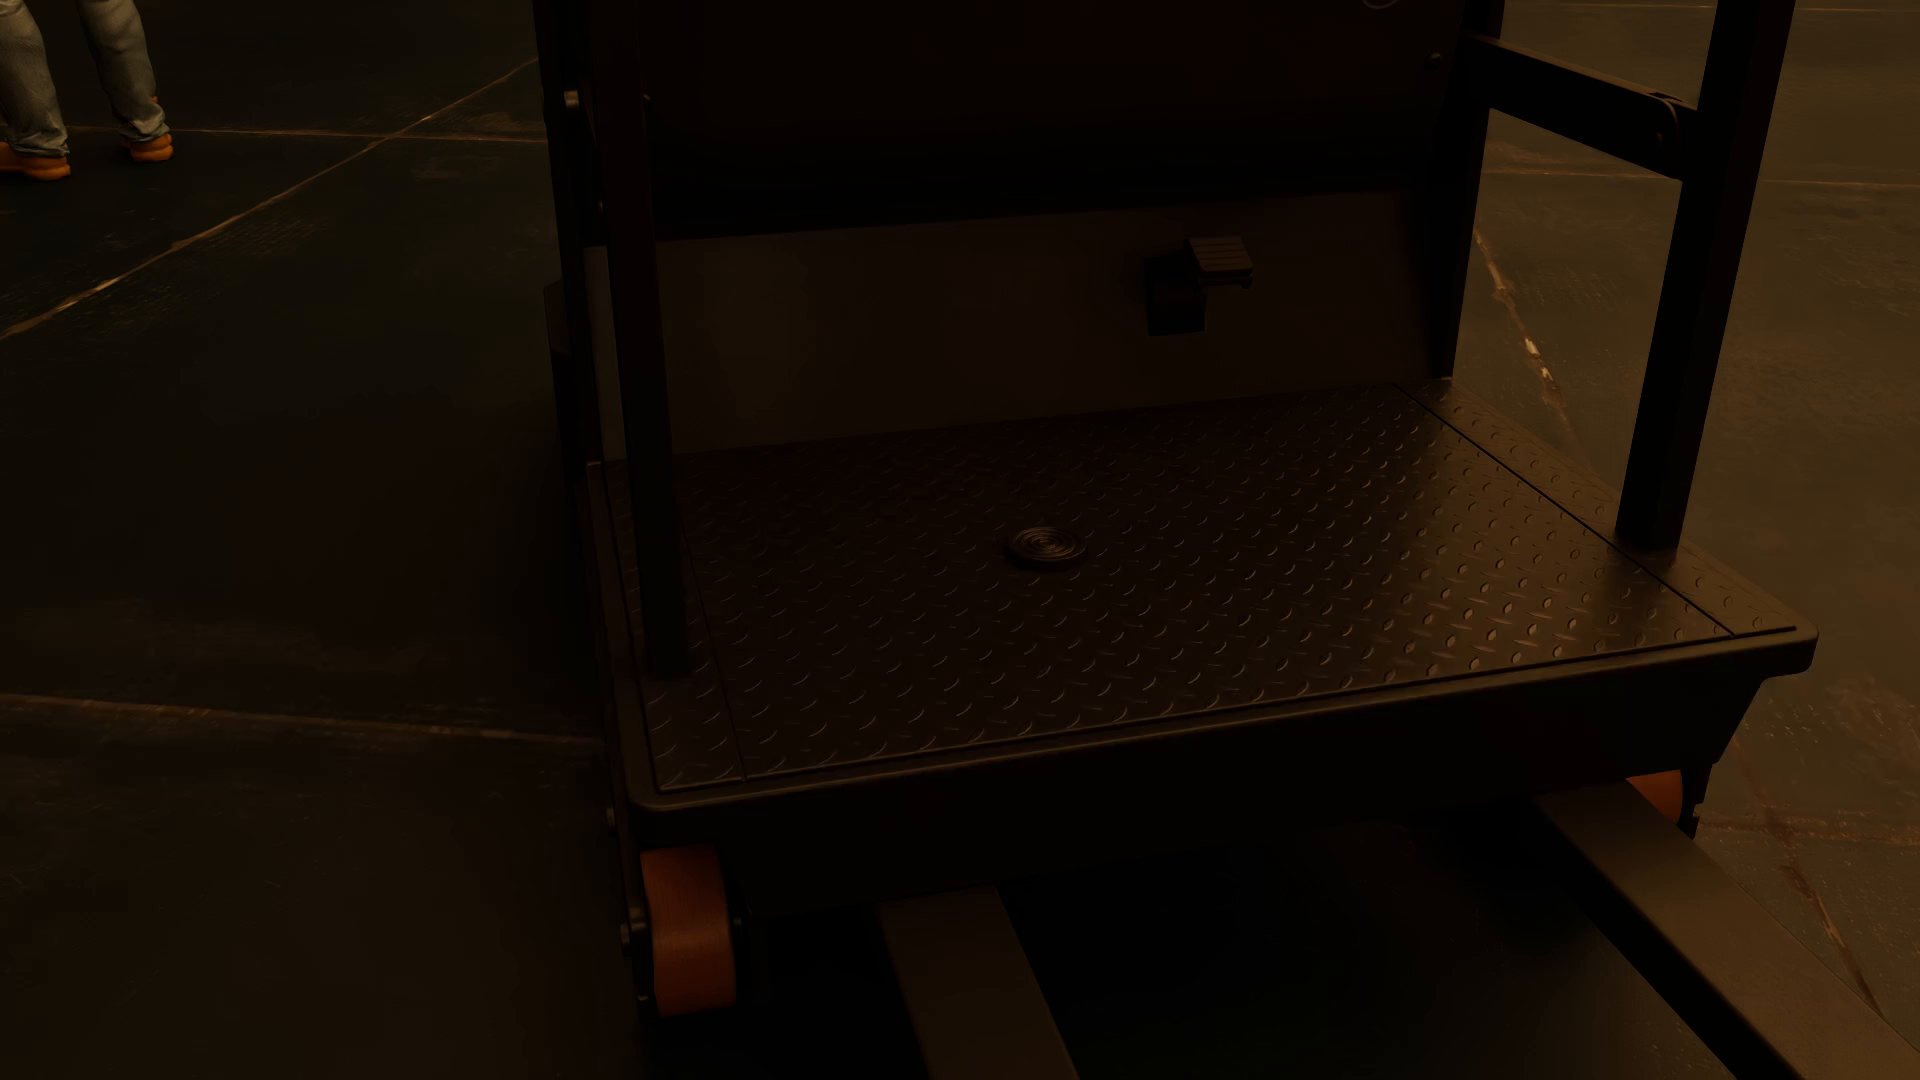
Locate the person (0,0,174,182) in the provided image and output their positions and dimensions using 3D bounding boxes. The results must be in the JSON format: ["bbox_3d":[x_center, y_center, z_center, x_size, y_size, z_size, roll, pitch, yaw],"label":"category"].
[{"bbox_3d":[-2.418,-1.808,4.158,0.462,1.759,0.633,22,34,37],"label":"person"}]

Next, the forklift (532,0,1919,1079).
[{"bbox_3d":[0.153,-1.049,1.319,1.130,2.935,3.031,-7,27,-13],"label":"forklift"}]
